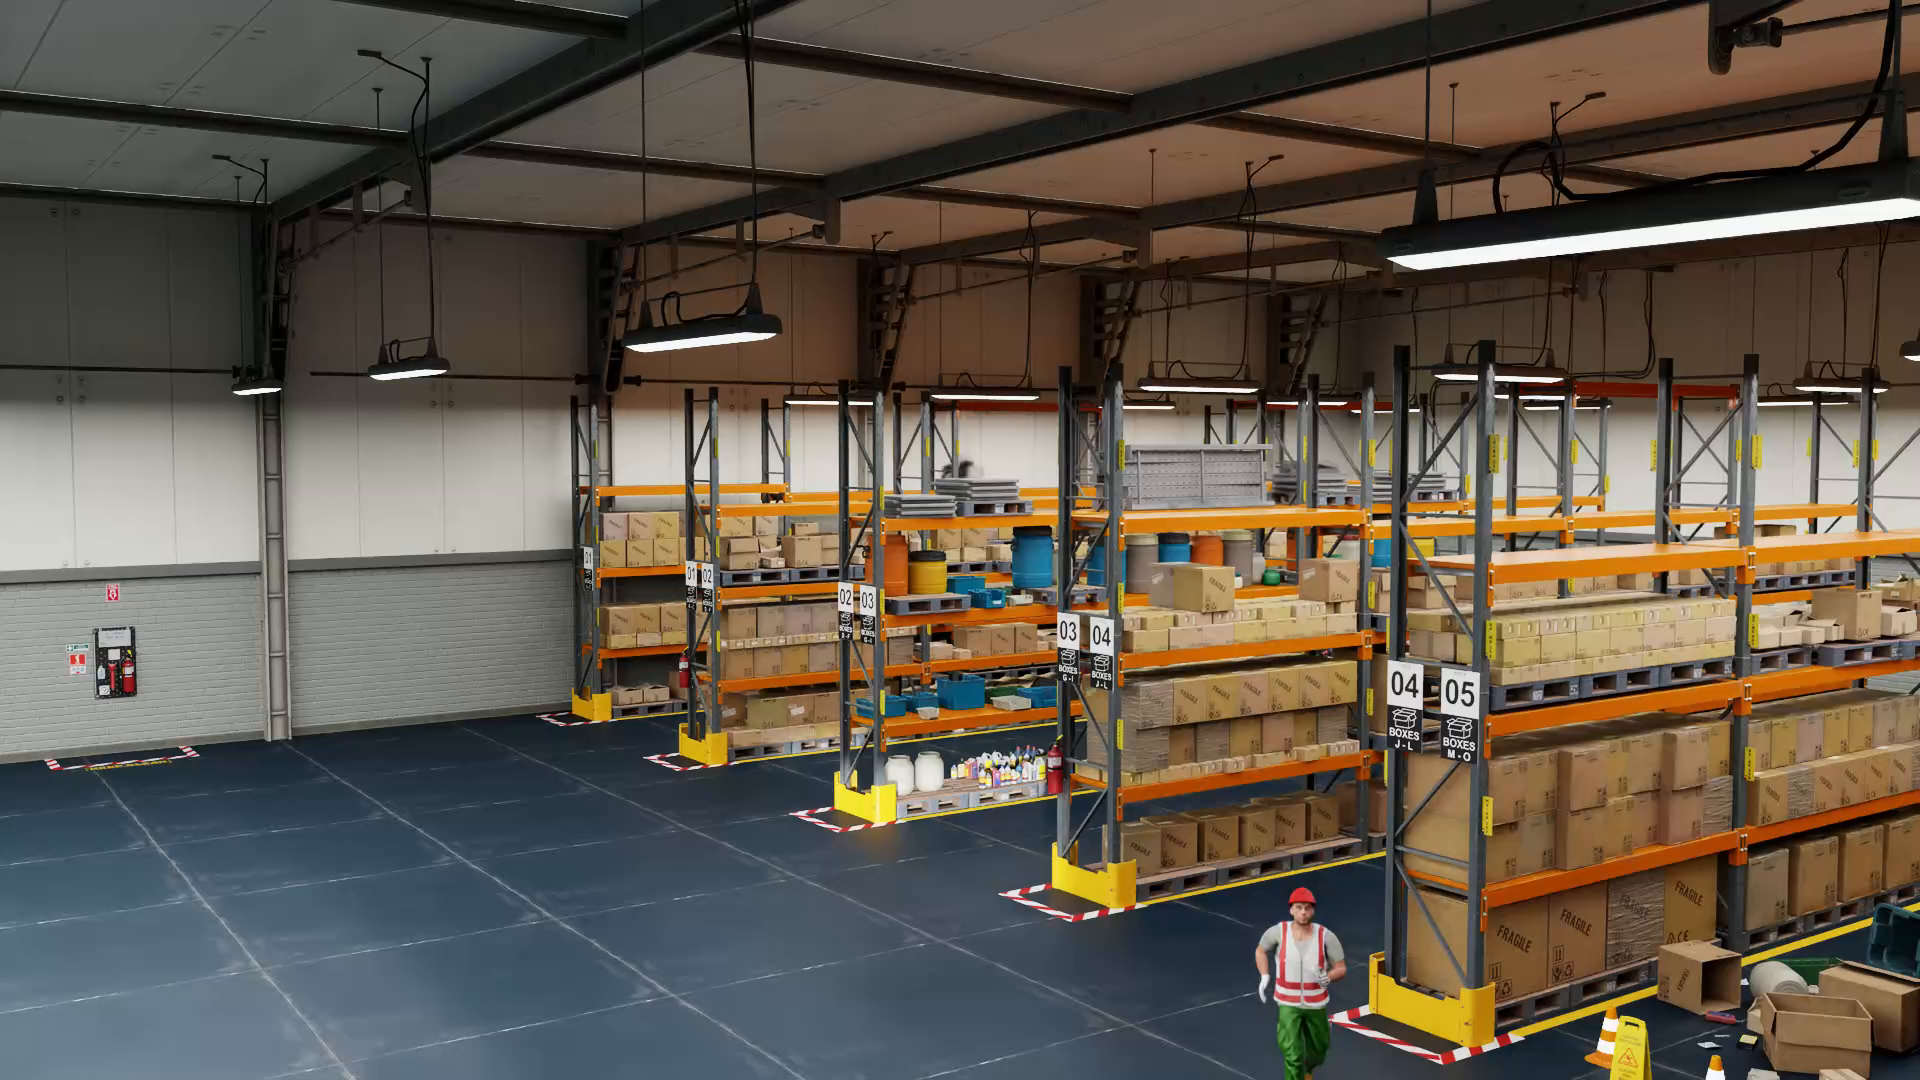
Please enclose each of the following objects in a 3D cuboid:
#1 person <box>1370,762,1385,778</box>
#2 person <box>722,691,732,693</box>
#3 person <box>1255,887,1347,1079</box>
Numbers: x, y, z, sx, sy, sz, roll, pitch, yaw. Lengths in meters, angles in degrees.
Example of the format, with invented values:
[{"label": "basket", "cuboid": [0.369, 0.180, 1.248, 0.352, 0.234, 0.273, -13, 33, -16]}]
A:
[{"label": "person", "cuboid": [6.029, 2.865, 24.153, 0.722, 1.764, 0.634, -3, 5, -44]}, {"label": "person", "cuboid": [-4.111, 2.543, 29.482, 0.576, 1.721, 0.831, 3, 4, 40]}, {"label": "person", "cuboid": [2.582, 3.508, 12.585, 0.667, 1.768, 0.963, 0, 3, 6]}]
